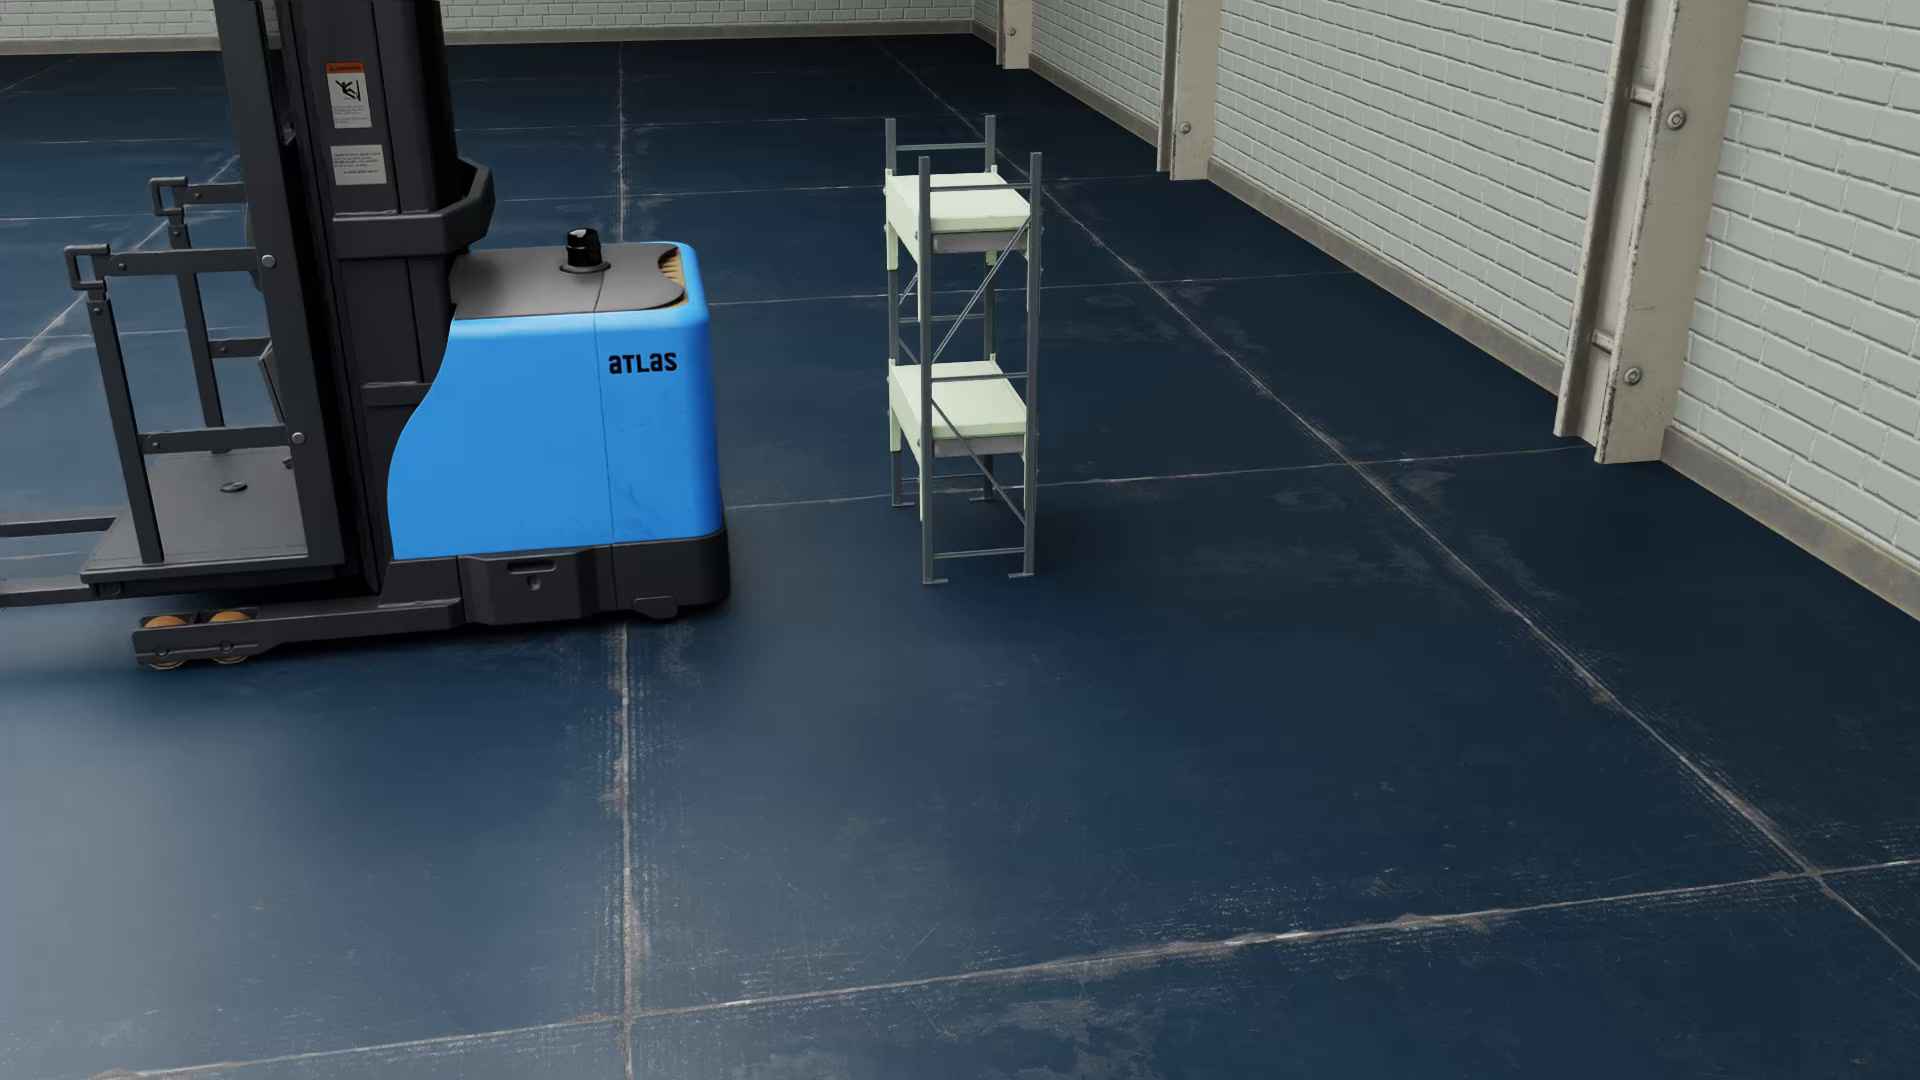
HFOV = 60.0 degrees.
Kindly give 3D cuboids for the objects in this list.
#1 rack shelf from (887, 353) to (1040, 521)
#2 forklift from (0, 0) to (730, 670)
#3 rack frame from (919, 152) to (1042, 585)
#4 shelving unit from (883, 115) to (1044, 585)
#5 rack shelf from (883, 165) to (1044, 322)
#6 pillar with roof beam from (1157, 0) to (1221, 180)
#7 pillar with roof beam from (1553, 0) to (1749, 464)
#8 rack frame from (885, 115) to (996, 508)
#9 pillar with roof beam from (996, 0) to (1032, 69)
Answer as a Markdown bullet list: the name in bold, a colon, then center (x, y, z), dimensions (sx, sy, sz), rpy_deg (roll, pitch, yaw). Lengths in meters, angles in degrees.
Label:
- **rack shelf**: center (-0.001, -0.391, 6.086), dimensions (0.431, 0.370, 0.720), rpy_deg (-4, 24, -10)
- **forklift**: center (-2.353, -1.160, 5.244), dimensions (3.031, 2.935, 1.130), rpy_deg (-4, 24, -10)
- **rack frame**: center (0.066, -0.546, 5.626), dimensions (0.400, 1.500, 0.023), rpy_deg (-4, 24, -10)
- **shelving unit**: center (-0.001, -0.690, 5.956), dimensions (0.431, 1.500, 0.755), rpy_deg (-4, 24, -10)
- **rack shelf**: center (-0.001, -1.048, 5.800), dimensions (0.431, 0.370, 0.720), rpy_deg (-4, 24, -10)
- **pillar with roof beam**: center (-2.537, -6.573, 10.058), dimensions (9.100, 9.000, 0.400), rpy_deg (-4, 24, -10)
- **pillar with roof beam**: center (-1.428, -4.213, 4.654), dimensions (9.100, 9.000, 0.400), rpy_deg (-4, 24, -10)
- **rack frame**: center (-0.069, -0.834, 6.285), dimensions (0.400, 1.500, 0.023), rpy_deg (-4, 24, -10)
- **pillar with roof beam**: center (-3.647, -8.933, 15.461), dimensions (9.100, 9.000, 0.400), rpy_deg (-4, 24, -10)
